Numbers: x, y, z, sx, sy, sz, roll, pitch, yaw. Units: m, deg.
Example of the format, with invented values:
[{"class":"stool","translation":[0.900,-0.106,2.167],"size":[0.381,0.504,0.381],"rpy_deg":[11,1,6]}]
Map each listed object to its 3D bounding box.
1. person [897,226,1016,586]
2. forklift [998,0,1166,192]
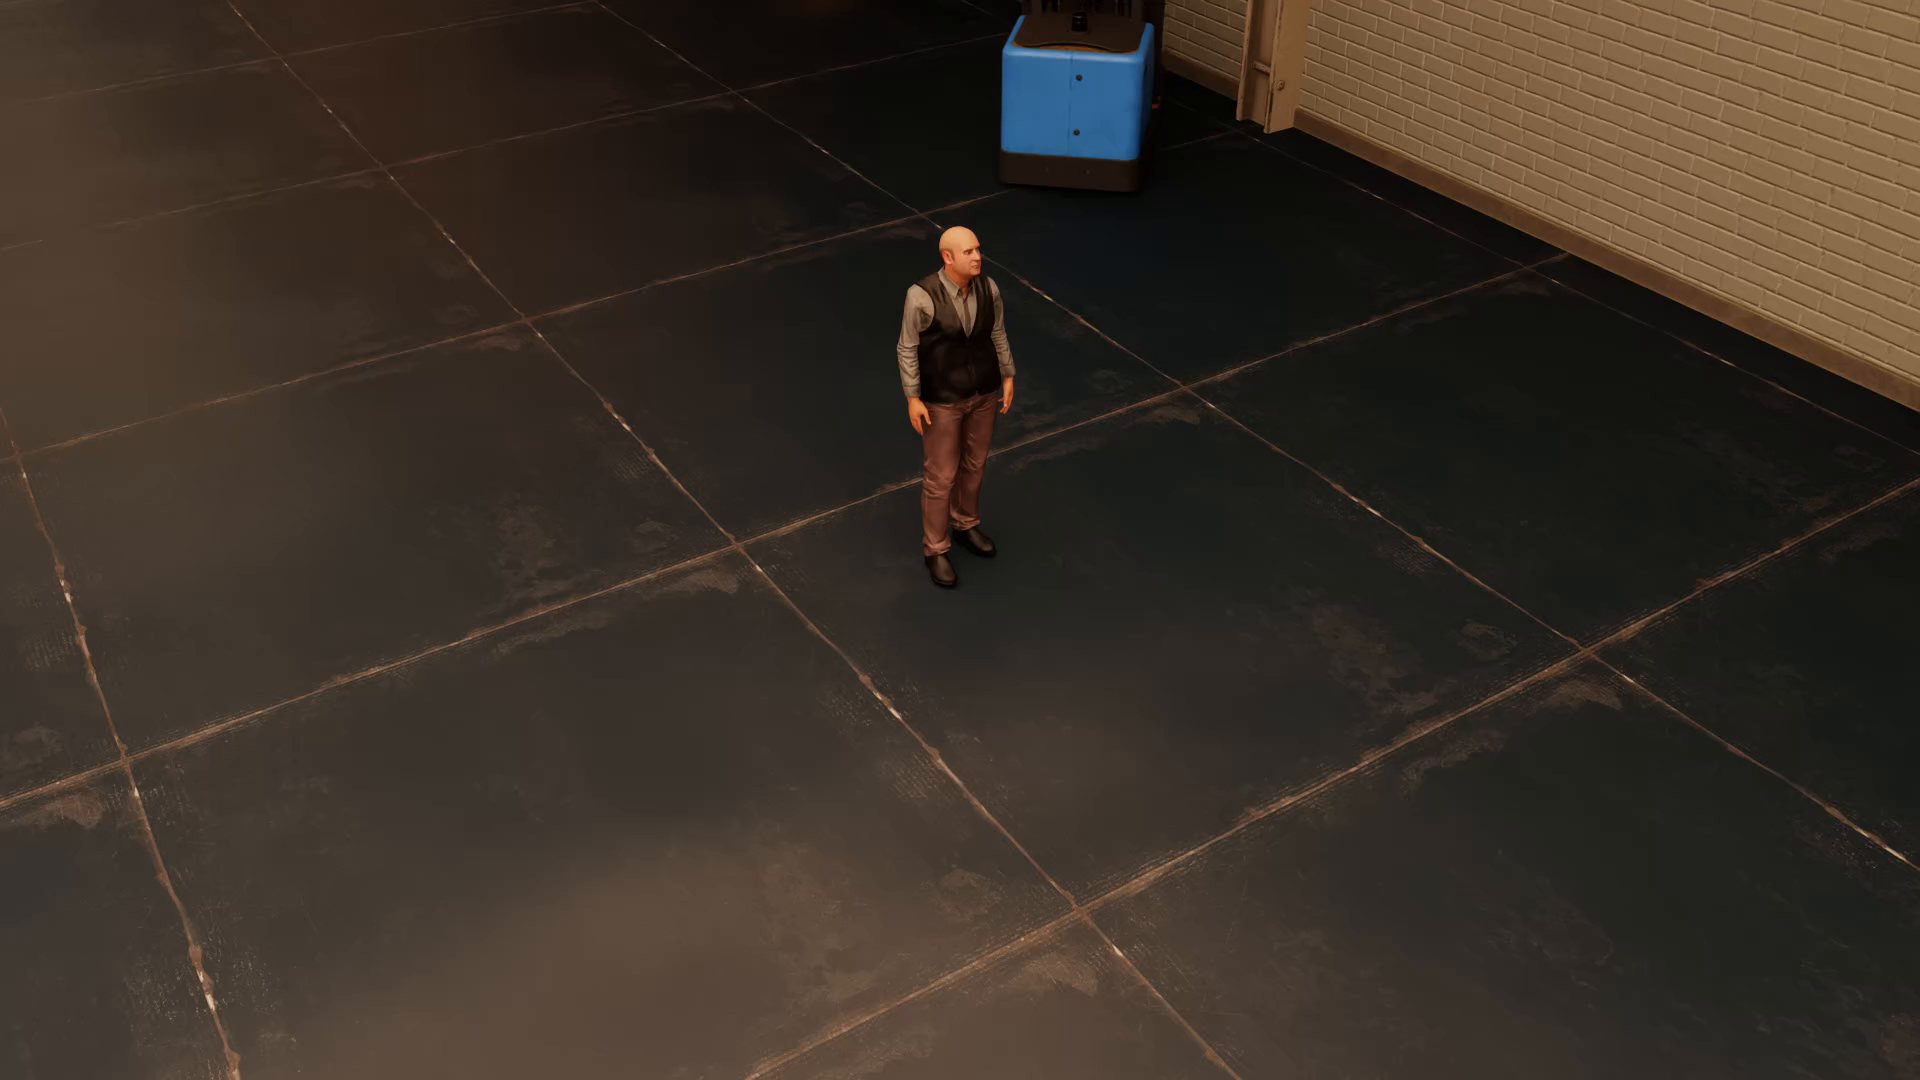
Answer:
[{"class":"person","translation":[0.031,-0.674,8.146],"size":[0.632,1.720,0.552],"rpy_deg":[-21,40,-27]},{"class":"forklift","translation":[1.066,-4.593,12.685],"size":[1.130,2.935,3.031],"rpy_deg":[6,36,9]}]
